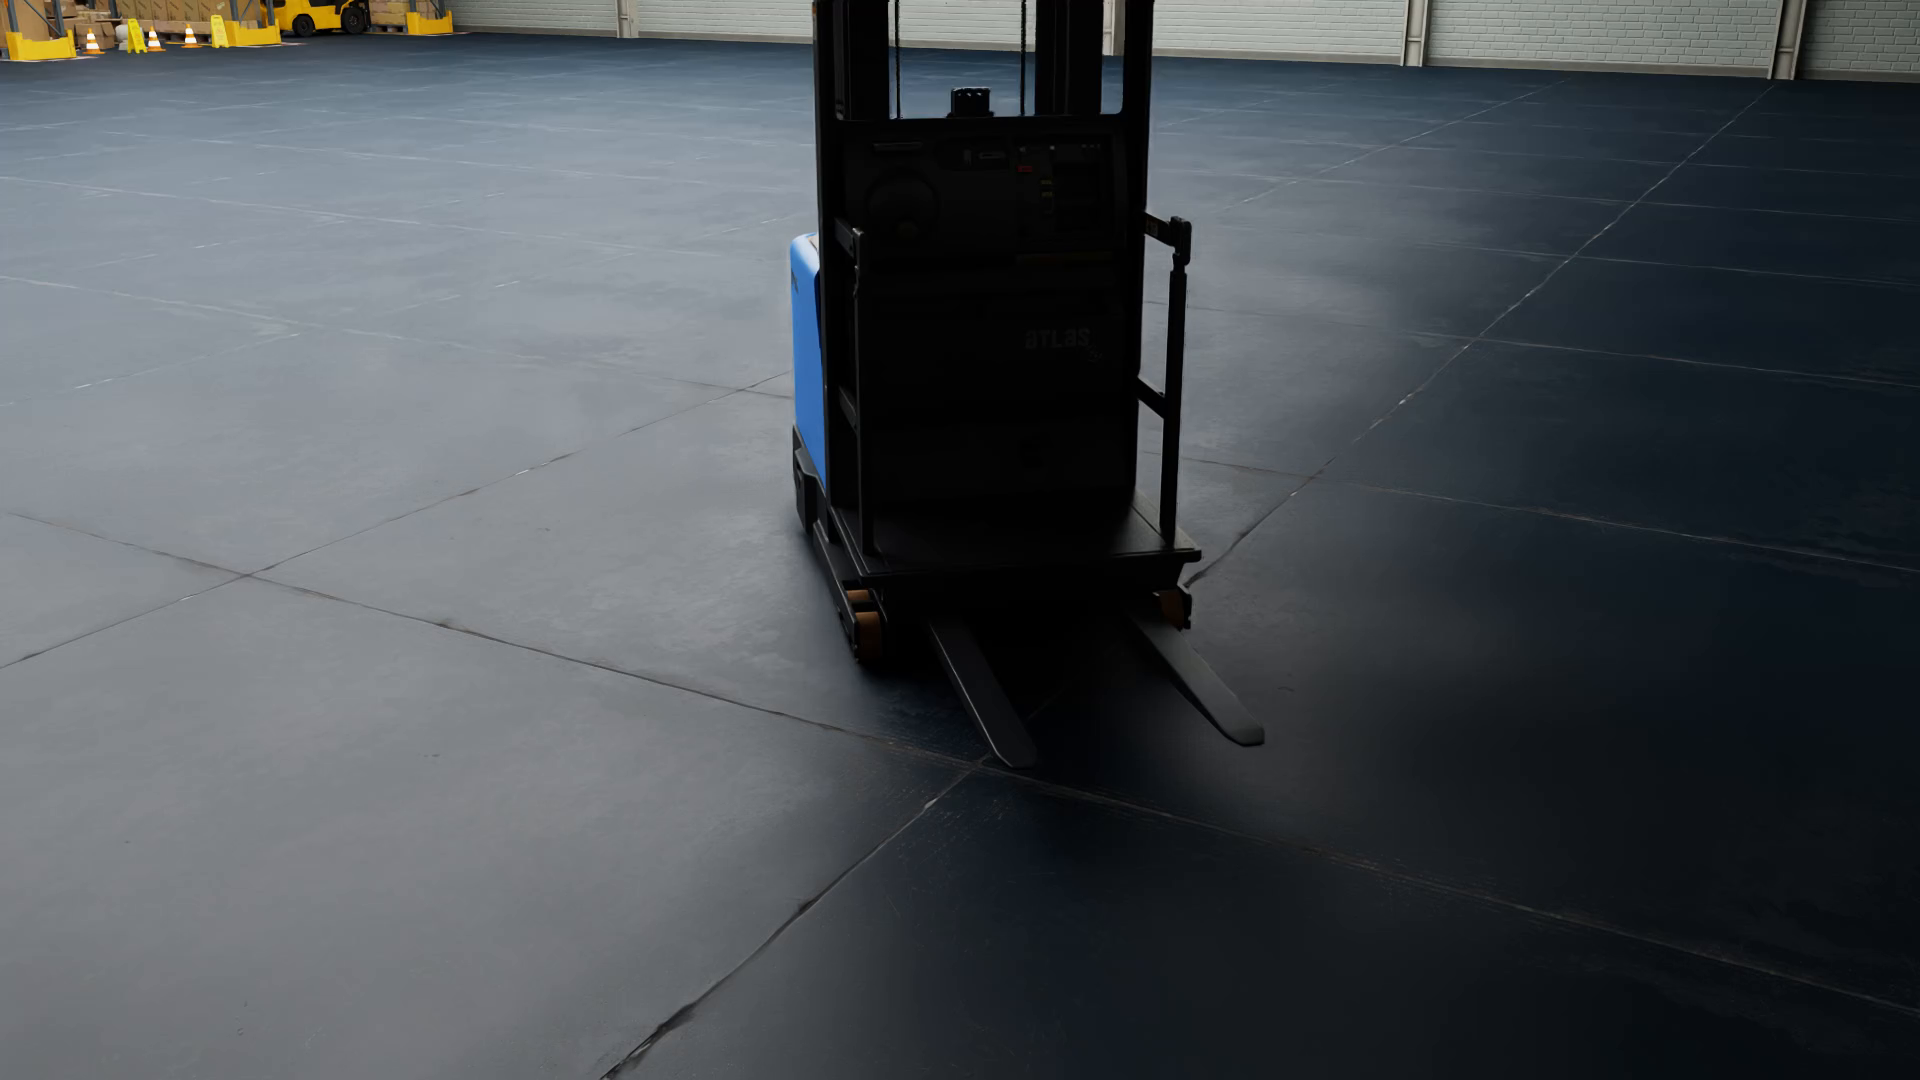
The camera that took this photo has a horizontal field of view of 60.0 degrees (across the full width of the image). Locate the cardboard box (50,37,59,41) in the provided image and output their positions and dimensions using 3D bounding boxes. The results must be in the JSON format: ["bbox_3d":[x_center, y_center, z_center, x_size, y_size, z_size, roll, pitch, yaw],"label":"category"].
[{"bbox_3d":[-18.496,-10.194,34.077,0.258,0.266,0.396,16,25,36],"label":"cardboard box"}]

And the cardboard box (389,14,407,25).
[{"bbox_3d":[-13.224,-12.409,39.591,0.500,0.250,0.500,11,23,28],"label":"cardboard box"}]

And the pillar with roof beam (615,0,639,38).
[{"bbox_3d":[-9.689,-14.445,32.990,0.400,9.000,9.100,11,23,27],"label":"pillar with roof beam"}]

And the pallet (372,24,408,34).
[{"bbox_3d":[-13.348,-12.324,40.029,1.213,0.211,1.003,11,23,27],"label":"pallet"}]

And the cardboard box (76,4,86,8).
[{"bbox_3d":[-24.077,-14.492,45.312,0.258,0.266,0.396,12,23,29],"label":"cardboard box"}]

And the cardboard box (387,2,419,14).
[{"bbox_3d":[-13.237,-12.648,39.516,0.500,0.250,0.500,10,22,27],"label":"cardboard box"}]

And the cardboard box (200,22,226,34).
[{"bbox_3d":[-15.935,-11.005,35.720,0.500,0.250,0.500,11,23,27],"label":"cardboard box"}]

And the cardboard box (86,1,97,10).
[{"bbox_3d":[-23.597,-14.629,45.623,0.500,0.311,0.500,12,23,29],"label":"cardboard box"}]

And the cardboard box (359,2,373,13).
[{"bbox_3d":[-14.131,-12.814,39.974,0.500,0.250,0.500,10,22,26],"label":"cardboard box"}]

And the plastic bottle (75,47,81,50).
[{"bbox_3d":[-18.096,-10.029,33.923,0.283,0.061,0.133,3,20,9],"label":"plastic bottle"}]

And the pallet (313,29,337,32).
[{"bbox_3d":[-15.478,-12.730,41.148,1.213,0.211,1.003,11,23,27],"label":"pallet"}]

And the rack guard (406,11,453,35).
[{"bbox_3d":[-12.639,-12.341,39.653,0.348,0.500,1.175,11,23,27],"label":"rack guard"}]

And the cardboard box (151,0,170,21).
[{"bbox_3d":[-17.261,-11.613,36.298,0.500,0.500,0.500,12,23,30],"label":"cardboard box"}]

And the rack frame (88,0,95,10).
[{"bbox_3d":[-23.136,-15.515,44.739,0.127,3.000,1.000,11,23,27],"label":"rack frame"}]

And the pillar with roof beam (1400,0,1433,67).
[{"bbox_3d":[6.025,-11.451,24.737,0.400,9.000,9.100,11,23,27],"label":"pillar with roof beam"}]

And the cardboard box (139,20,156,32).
[{"bbox_3d":[-17.714,-11.348,36.666,0.500,0.250,0.500,12,23,30],"label":"cardboard box"}]

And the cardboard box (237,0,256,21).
[{"bbox_3d":[-15.668,-11.519,36.039,0.500,0.500,0.500,10,22,26],"label":"cardboard box"}]

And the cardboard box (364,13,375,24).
[{"bbox_3d":[-14.086,-12.580,40.063,0.500,0.250,0.500,11,23,28],"label":"cardboard box"}]

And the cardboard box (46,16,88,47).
[{"bbox_3d":[-18.666,-10.623,34.714,0.503,0.637,0.797,11,23,27],"label":"cardboard box"}]

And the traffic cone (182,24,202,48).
[{"bbox_3d":[-16.082,-10.536,34.733,0.334,0.463,0.336,11,23,27],"label":"traffic cone"}]

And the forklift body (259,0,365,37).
[{"bbox_3d":[-15.205,-12.893,38.754,1.214,2.155,2.313,11,23,27],"label":"forklift body"}]

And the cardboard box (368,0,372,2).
[{"bbox_3d":[-14.108,-13.043,39.872,0.500,0.250,0.500,11,23,28],"label":"cardboard box"}]

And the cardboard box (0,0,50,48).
[{"bbox_3d":[-18.027,-9.843,31.601,0.875,0.875,0.875,11,23,28],"label":"cardboard box"}]

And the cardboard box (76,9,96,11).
[{"bbox_3d":[-20.265,-11.989,38.255,0.625,0.372,0.950,12,23,29],"label":"cardboard box"}]

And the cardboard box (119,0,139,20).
[{"bbox_3d":[-18.186,-11.786,36.773,0.500,0.500,0.500,12,23,30],"label":"cardboard box"}]

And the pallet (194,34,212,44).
[{"bbox_3d":[-15.835,-10.889,36.074,1.213,0.211,1.003,11,23,27],"label":"pallet"}]

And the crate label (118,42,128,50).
[{"bbox_3d":[-17.043,-10.109,34.031,0.298,0.136,0.250,0,20,-1],"label":"crate label"}]

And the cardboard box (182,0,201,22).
[{"bbox_3d":[-16.361,-11.440,35.821,0.500,0.500,0.500,12,23,29],"label":"cardboard box"}]

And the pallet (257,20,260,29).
[{"bbox_3d":[-17.883,-13.188,42.411,1.213,0.211,1.003,11,23,27],"label":"pallet"}]

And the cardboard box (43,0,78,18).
[{"bbox_3d":[-19.411,-11.353,35.819,0.500,0.500,0.500,11,23,27],"label":"cardboard box"}]

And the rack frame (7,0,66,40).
[{"bbox_3d":[-17.403,-10.551,31.053,0.127,3.000,1.000,11,23,27],"label":"rack frame"}]

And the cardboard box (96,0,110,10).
[{"bbox_3d":[-22.823,-14.390,44.687,0.500,0.500,0.500,12,23,30],"label":"cardboard box"}]

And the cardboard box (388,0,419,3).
[{"bbox_3d":[-13.214,-12.878,39.419,0.500,0.250,0.500,12,23,29],"label":"cardboard box"}]

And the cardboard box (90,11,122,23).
[{"bbox_3d":[-19.028,-11.755,37.611,0.625,0.372,0.950,11,23,28],"label":"cardboard box"}]

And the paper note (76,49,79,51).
[{"bbox_3d":[-17.908,-9.914,33.653,0.144,0.017,0.142,-16,26,-38],"label":"paper note"}]

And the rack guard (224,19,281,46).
[{"bbox_3d":[-15.143,-10.879,35.623,0.348,0.500,1.175,11,23,27],"label":"rack guard"}]

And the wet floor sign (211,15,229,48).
[{"bbox_3d":[-15.433,-10.585,34.598,0.267,0.644,0.232,-16,26,-38],"label":"wet floor sign"}]

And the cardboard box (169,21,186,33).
[{"bbox_3d":[-16.822,-11.175,36.189,0.500,0.250,0.500,10,22,25],"label":"cardboard box"}]

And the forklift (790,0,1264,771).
[{"bbox_3d":[0.134,-1.127,5.174,1.130,2.935,3.031,-4,20,-12],"label":"forklift"}]

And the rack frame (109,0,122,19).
[{"bbox_3d":[-18.569,-12.707,36.996,0.127,3.000,1.000,11,23,27],"label":"rack frame"}]

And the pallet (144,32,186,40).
[{"bbox_3d":[-17.966,-11.295,37.193,1.213,0.211,1.003,11,23,27],"label":"pallet"}]
